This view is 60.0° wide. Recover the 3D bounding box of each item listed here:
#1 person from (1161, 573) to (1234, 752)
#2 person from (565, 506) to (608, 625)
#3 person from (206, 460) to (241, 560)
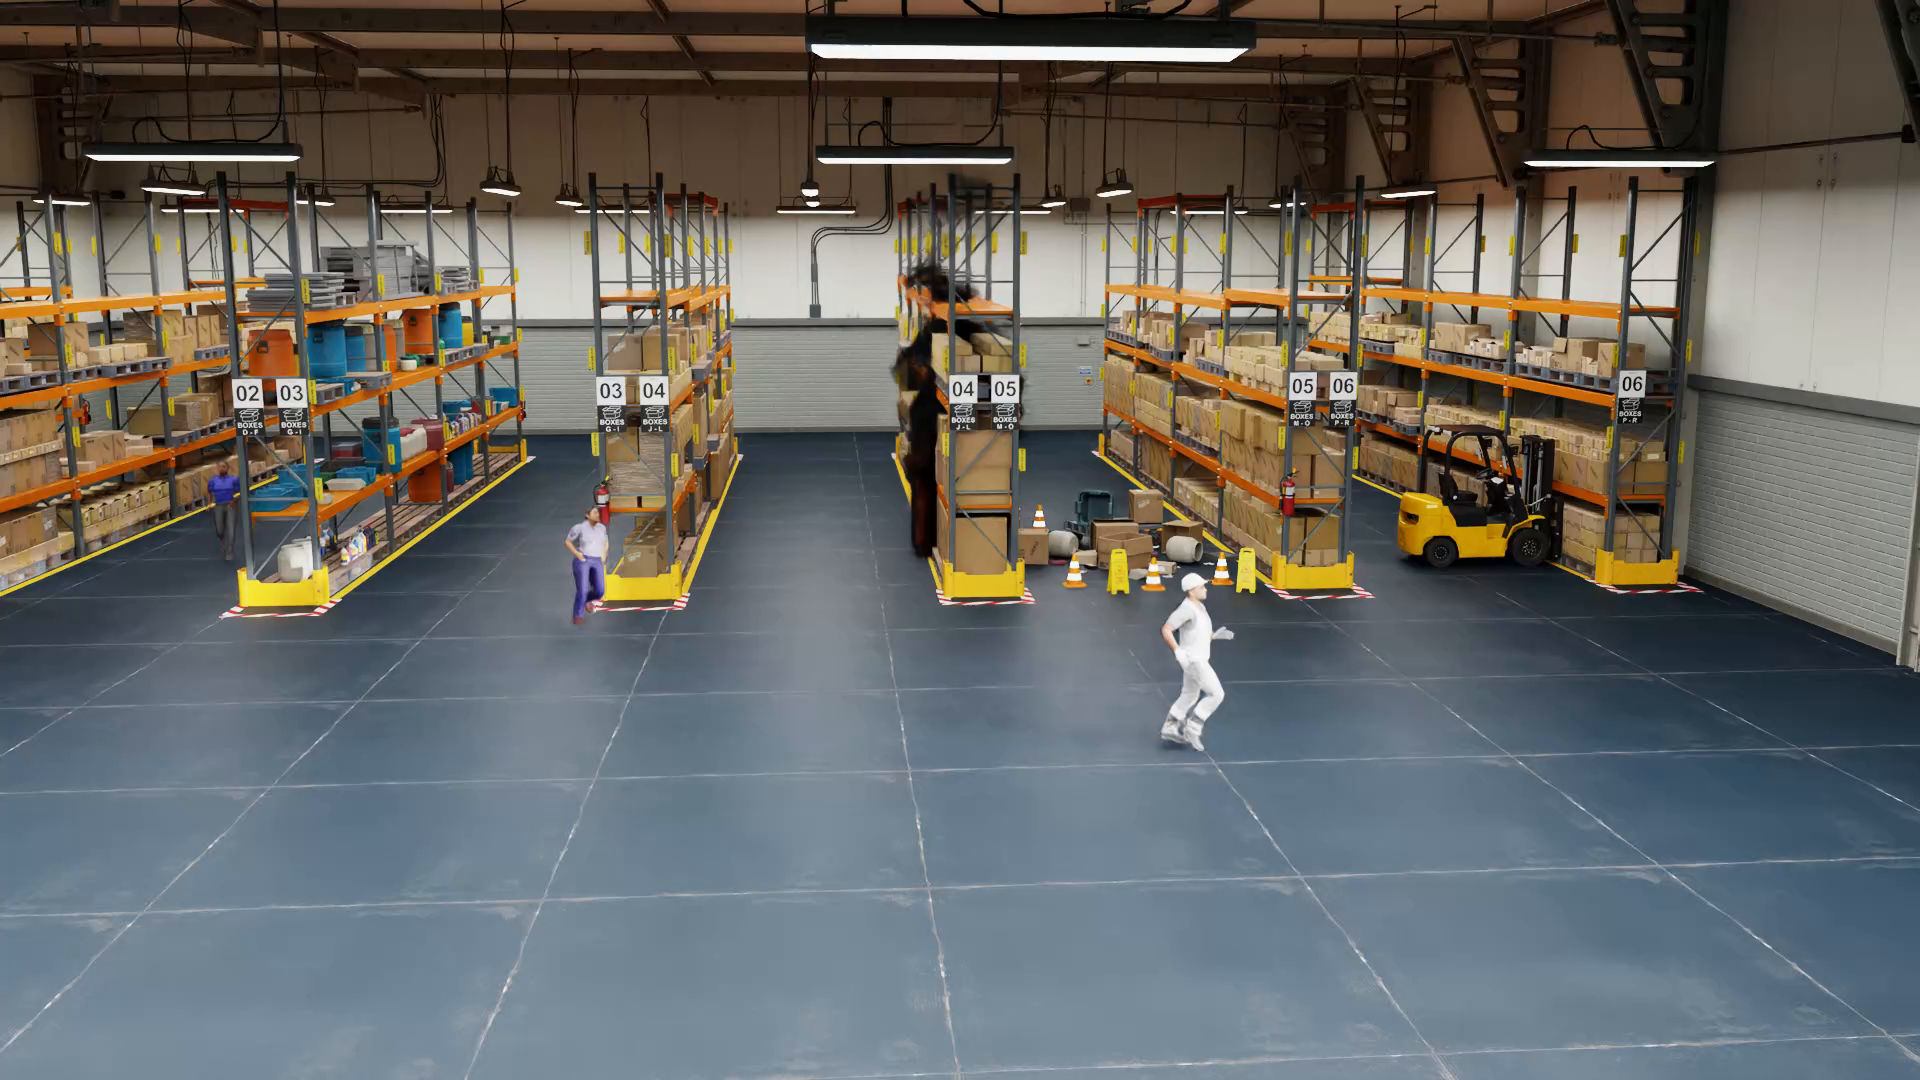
[{"bbox_3d":[2.370,1.223,16.636,0.709,1.792,0.640,3,10,16],"label":"person"},{"bbox_3d":[-5.014,0.315,22.474,0.617,1.574,0.560,-7,12,-35],"label":"person"},{"bbox_3d":[-11.851,-0.480,26.830,0.575,1.611,0.559,-3,10,-17],"label":"person"}]
